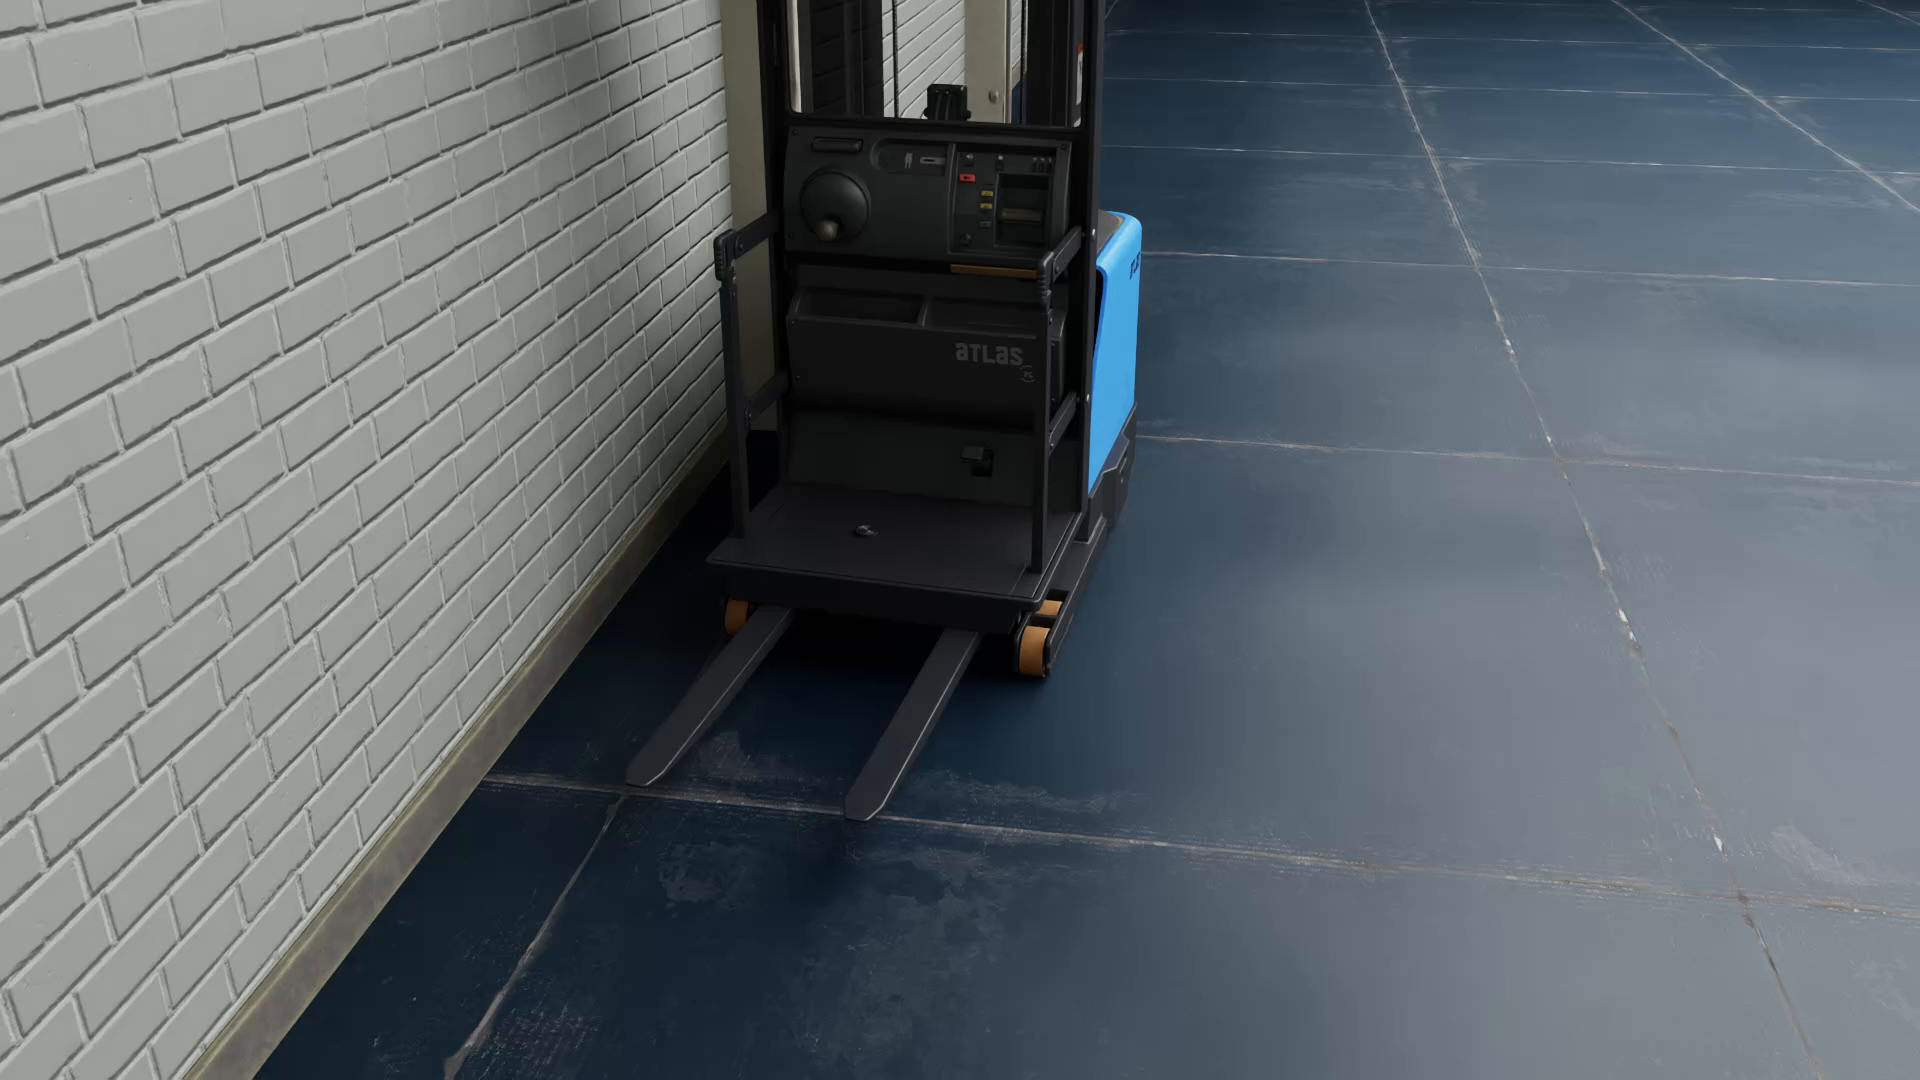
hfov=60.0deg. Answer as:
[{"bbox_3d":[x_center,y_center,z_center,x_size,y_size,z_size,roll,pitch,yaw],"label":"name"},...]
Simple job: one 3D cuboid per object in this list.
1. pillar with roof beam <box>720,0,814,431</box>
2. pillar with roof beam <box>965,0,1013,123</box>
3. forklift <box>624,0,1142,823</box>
[{"bbox_3d":[3.480,-4.337,4.900,9.100,9.000,0.400,4,25,9],"label":"pillar with roof beam"},{"bbox_3d":[4.460,-6.846,10.261,9.100,9.000,0.400,4,25,9],"label":"pillar with roof beam"},{"bbox_3d":[-0.164,-1.070,5.079,1.130,2.935,3.031,7,26,14],"label":"forklift"}]
